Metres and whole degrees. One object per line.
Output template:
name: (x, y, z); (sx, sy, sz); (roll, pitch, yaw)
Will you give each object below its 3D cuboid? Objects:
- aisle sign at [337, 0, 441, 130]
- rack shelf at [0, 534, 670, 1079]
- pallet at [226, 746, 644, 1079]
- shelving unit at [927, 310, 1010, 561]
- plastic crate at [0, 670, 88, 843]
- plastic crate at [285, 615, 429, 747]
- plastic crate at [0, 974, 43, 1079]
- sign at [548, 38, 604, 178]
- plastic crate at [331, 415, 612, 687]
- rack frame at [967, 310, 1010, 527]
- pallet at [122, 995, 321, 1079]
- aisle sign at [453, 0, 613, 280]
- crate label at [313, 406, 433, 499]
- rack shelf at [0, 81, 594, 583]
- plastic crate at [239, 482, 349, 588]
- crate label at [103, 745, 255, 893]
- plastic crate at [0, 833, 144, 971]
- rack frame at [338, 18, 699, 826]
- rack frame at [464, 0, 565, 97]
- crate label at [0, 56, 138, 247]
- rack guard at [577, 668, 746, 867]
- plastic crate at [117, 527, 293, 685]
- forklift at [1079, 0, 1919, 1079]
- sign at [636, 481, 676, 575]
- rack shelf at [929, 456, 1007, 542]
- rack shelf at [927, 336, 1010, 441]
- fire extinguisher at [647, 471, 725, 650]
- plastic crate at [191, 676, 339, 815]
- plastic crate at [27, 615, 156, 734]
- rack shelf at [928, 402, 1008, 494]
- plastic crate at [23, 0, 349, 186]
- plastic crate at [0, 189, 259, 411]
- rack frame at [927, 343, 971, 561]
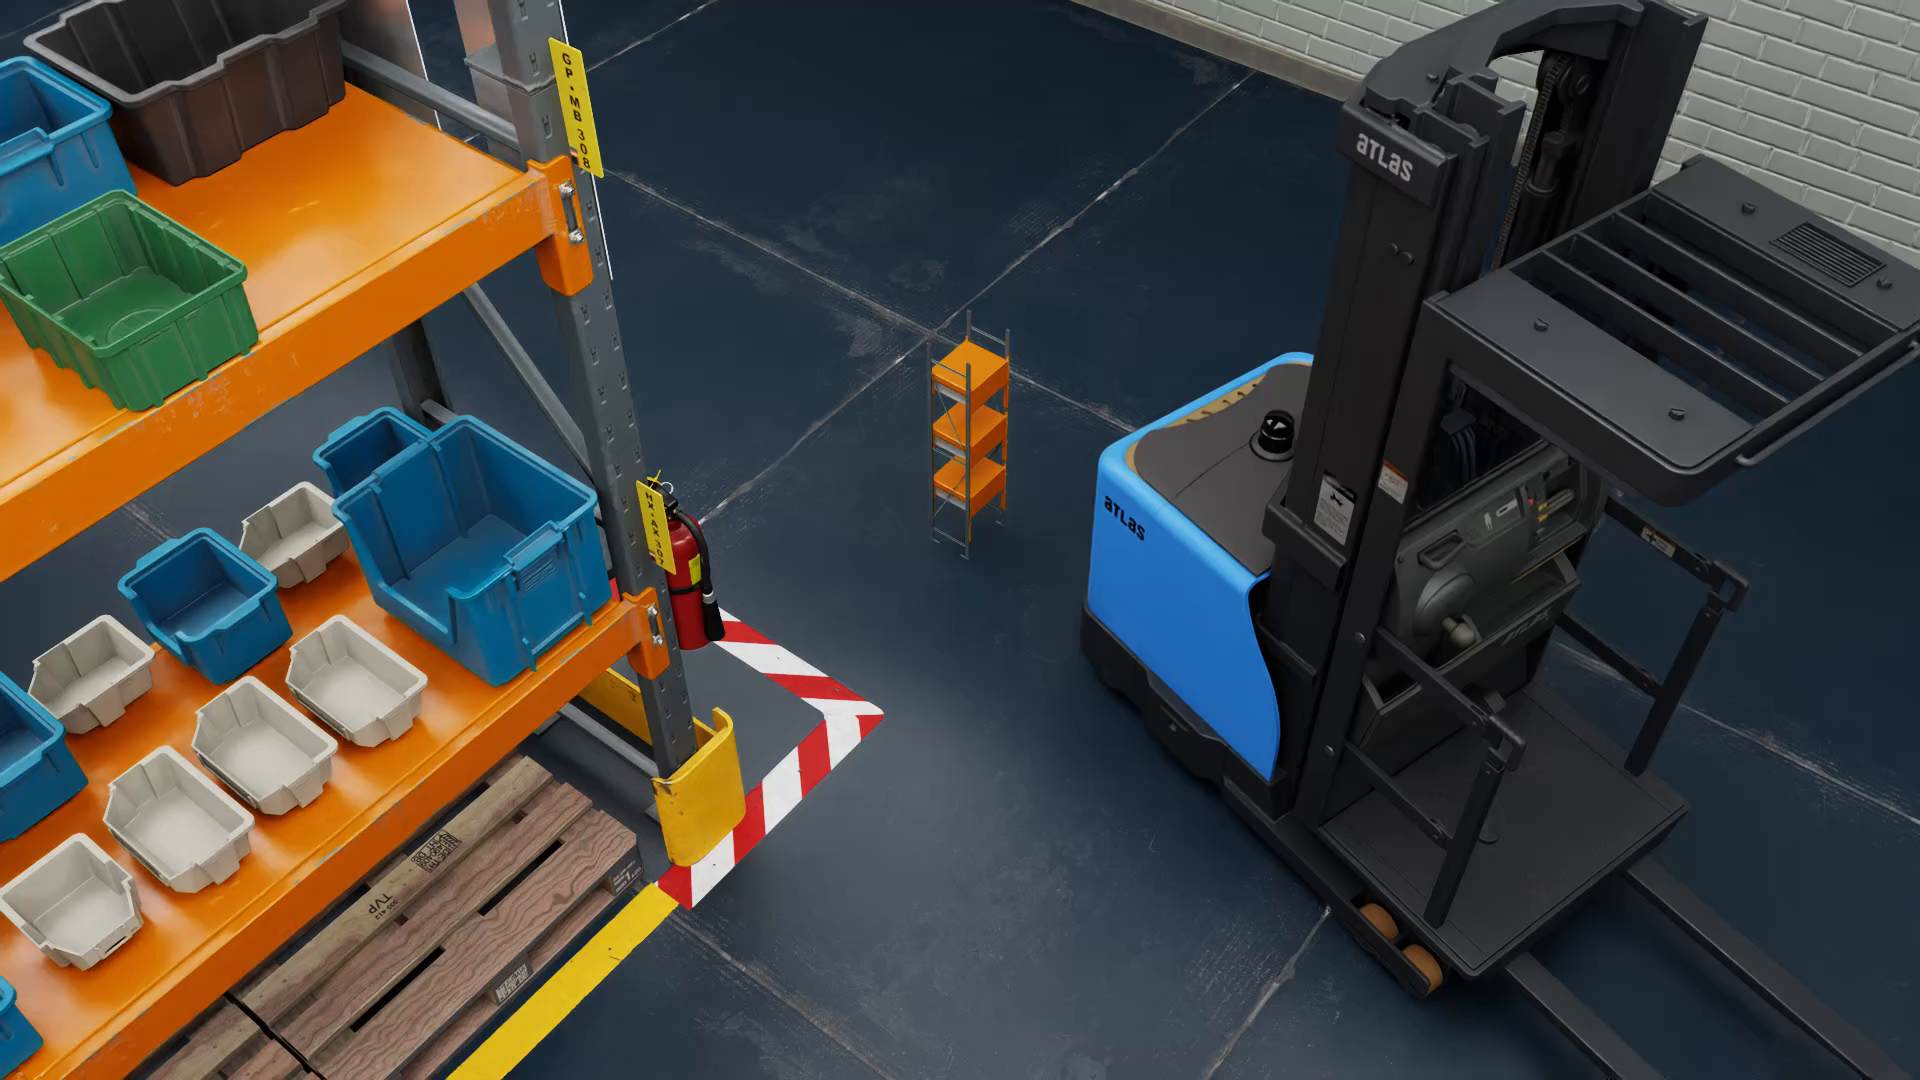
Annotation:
aisle sign: (-1.505, -1.281, 4.266); (0.394, 0.787, 0.004); (29, 53, 25)
rack shelf: (-2.537, 1.183, 4.208); (1.077, 0.370, 4.000); (29, 53, 25)
pallet: (-1.849, 1.208, 5.615); (1.003, 0.211, 1.213); (29, 53, 25)
shelving unit: (0.033, -0.393, 6.564); (0.215, 1.050, 0.252); (29, 53, 25)
plastic crate: (-2.531, 0.576, 4.364); (0.416, 0.233, 0.300); (29, 53, 25)
plastic crate: (-1.670, 0.407, 4.592); (0.396, 0.136, 0.243); (29, 53, 25)
plastic crate: (-2.367, 1.115, 3.849); (0.416, 0.233, 0.300); (29, 53, 25)
sign: (-0.869, -0.976, 3.771); (0.100, 0.325, 0.005); (29, 53, 25)
plastic crate: (-1.371, 0.031, 4.745); (0.616, 0.435, 0.499); (29, 53, 25)
rack frame: (0.107, -0.463, 6.631); (0.200, 1.050, 0.008); (29, 53, 25)
pallet: (-2.595, 1.903, 4.951); (1.003, 0.211, 1.213); (29, 53, 25)
aisle sign: (-1.038, -1.020, 4.017); (0.394, 0.787, 0.004); (29, 53, 25)
crate label: (-1.726, -0.177, 5.084); (0.416, 0.233, 0.303); (29, 53, 25)
rack shelf: (-2.537, 0.147, 3.123); (1.077, 0.370, 4.000); (29, 53, 25)
plastic crate: (-1.987, 0.003, 4.978); (0.250, 0.136, 0.298); (29, 53, 25)
crate label: (-2.009, 0.737, 4.278); (0.396, 0.136, 0.243); (29, 53, 25)
plastic crate: (-2.175, 0.914, 4.108); (0.298, 0.136, 0.250); (29, 53, 25)
rack frame: (-1.314, -0.210, 5.041); (1.000, 3.000, 0.127); (29, 53, 25)
rack frame: (-1.314, -2.282, 2.872); (1.000, 3.000, 0.127); (29, 53, 25)
crate label: (-2.134, -0.810, 3.642); (0.408, 0.251, 0.502); (29, 53, 25)
rack guard: (-1.310, 0.634, 5.964); (1.175, 0.500, 0.348); (29, 53, 25)
plastic crate: (-2.128, 0.199, 4.724); (0.416, 0.233, 0.300); (29, 53, 25)
forklift: (1.738, 0.078, 4.814); (1.130, 2.935, 3.031); (-28, 52, -24)
sign: (-0.869, -0.033, 4.759); (0.100, 0.325, 0.005); (29, 53, 25)
rack shelf: (0.033, -0.194, 6.773); (0.215, 0.259, 0.240); (29, 53, 25)
rack shelf: (0.033, -0.582, 6.367); (0.215, 0.259, 0.240); (29, 53, 25)
fire extinguisher: (-0.862, 0.060, 5.094); (0.296, 0.674, 0.183); (29, 53, 25)
plastic crate: (-1.858, 0.566, 4.440); (0.396, 0.136, 0.243); (29, 53, 25)
plastic crate: (-2.402, 0.391, 4.608); (0.250, 0.136, 0.298); (29, 53, 25)
rack shelf: (0.033, -0.386, 6.572); (0.215, 0.259, 0.240); (29, 53, 25)
plastic crate: (-1.770, -1.104, 3.911); (0.497, 0.269, 0.590); (29, 53, 25)
plastic crate: (-1.691, -0.482, 3.373); (0.450, 0.188, 0.336); (29, 53, 25)
rack frame: (-0.042, -0.323, 6.498); (0.200, 1.050, 0.008); (29, 53, 25)
